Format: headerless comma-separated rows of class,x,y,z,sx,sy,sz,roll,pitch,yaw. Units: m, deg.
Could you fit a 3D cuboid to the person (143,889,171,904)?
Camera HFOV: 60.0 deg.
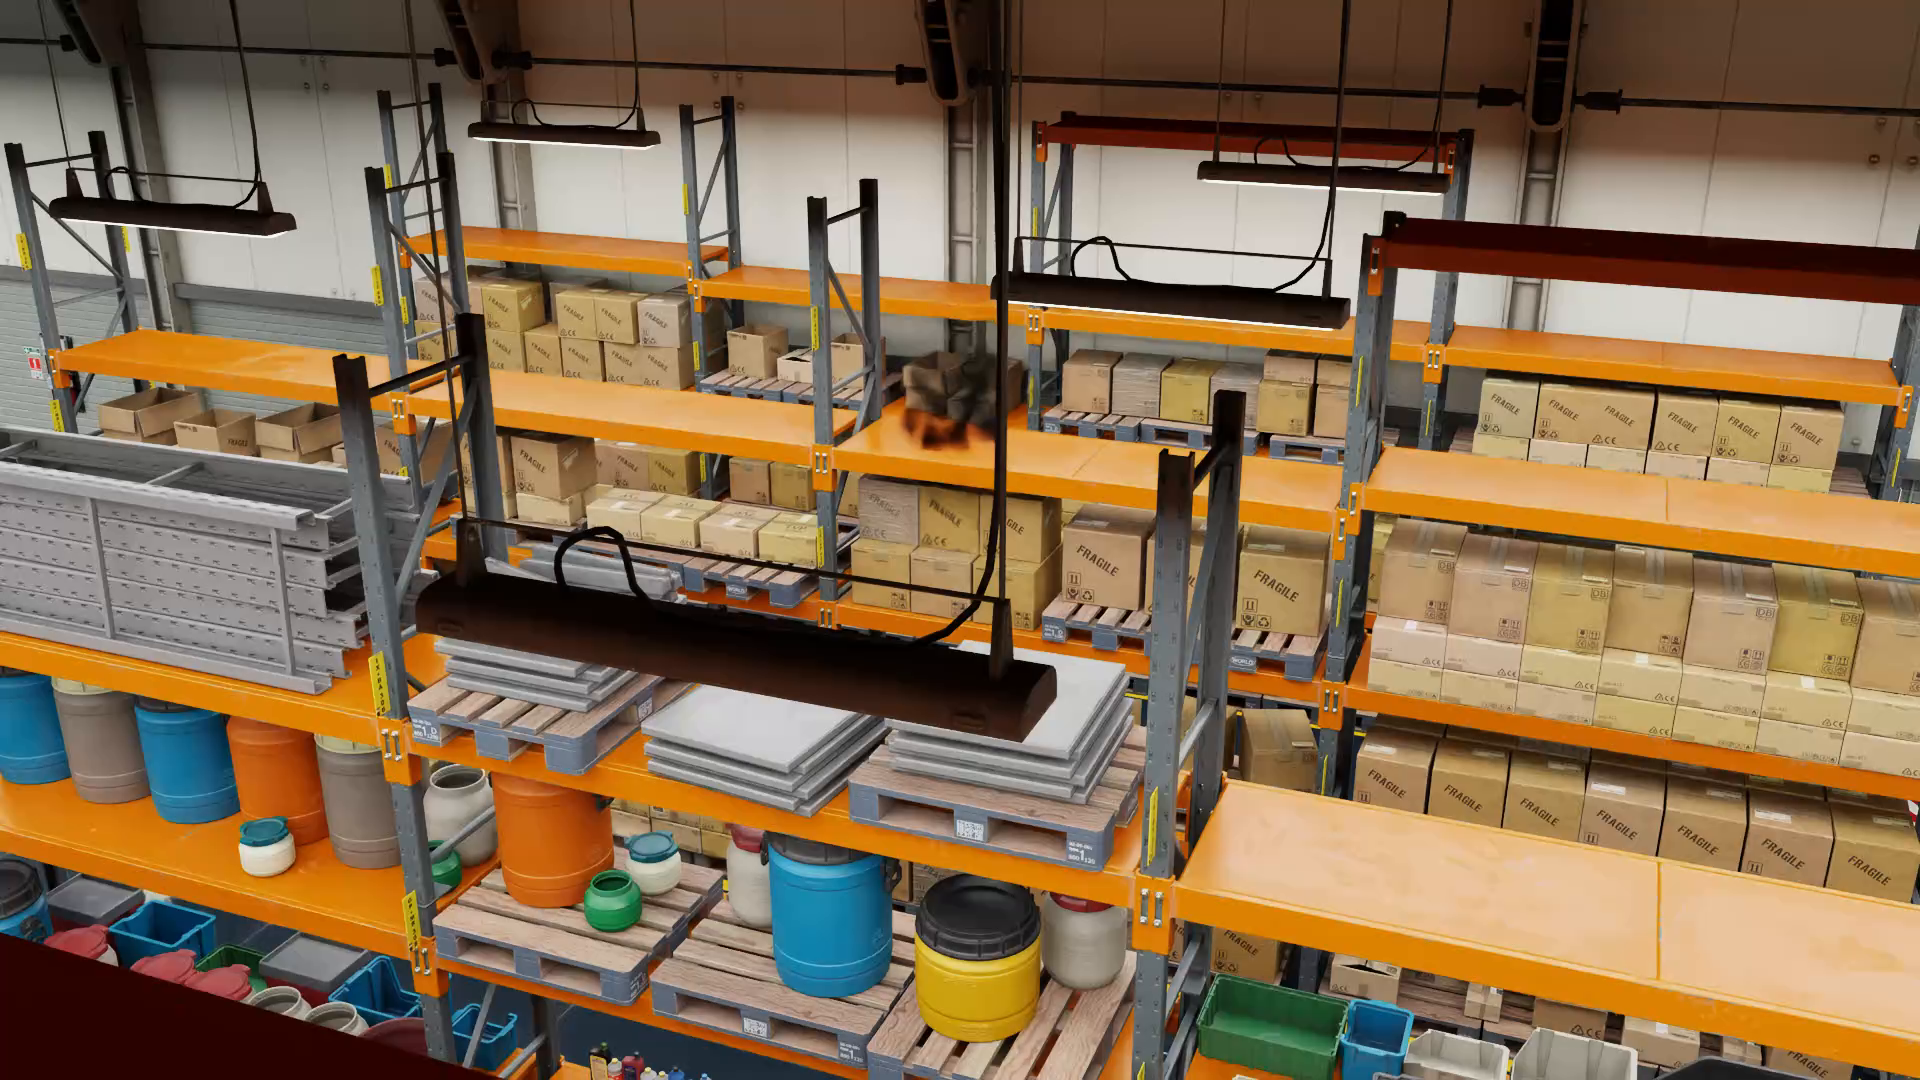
person,-6.186,2.796,12.698,0.720,1.670,0.611,6,22,14
